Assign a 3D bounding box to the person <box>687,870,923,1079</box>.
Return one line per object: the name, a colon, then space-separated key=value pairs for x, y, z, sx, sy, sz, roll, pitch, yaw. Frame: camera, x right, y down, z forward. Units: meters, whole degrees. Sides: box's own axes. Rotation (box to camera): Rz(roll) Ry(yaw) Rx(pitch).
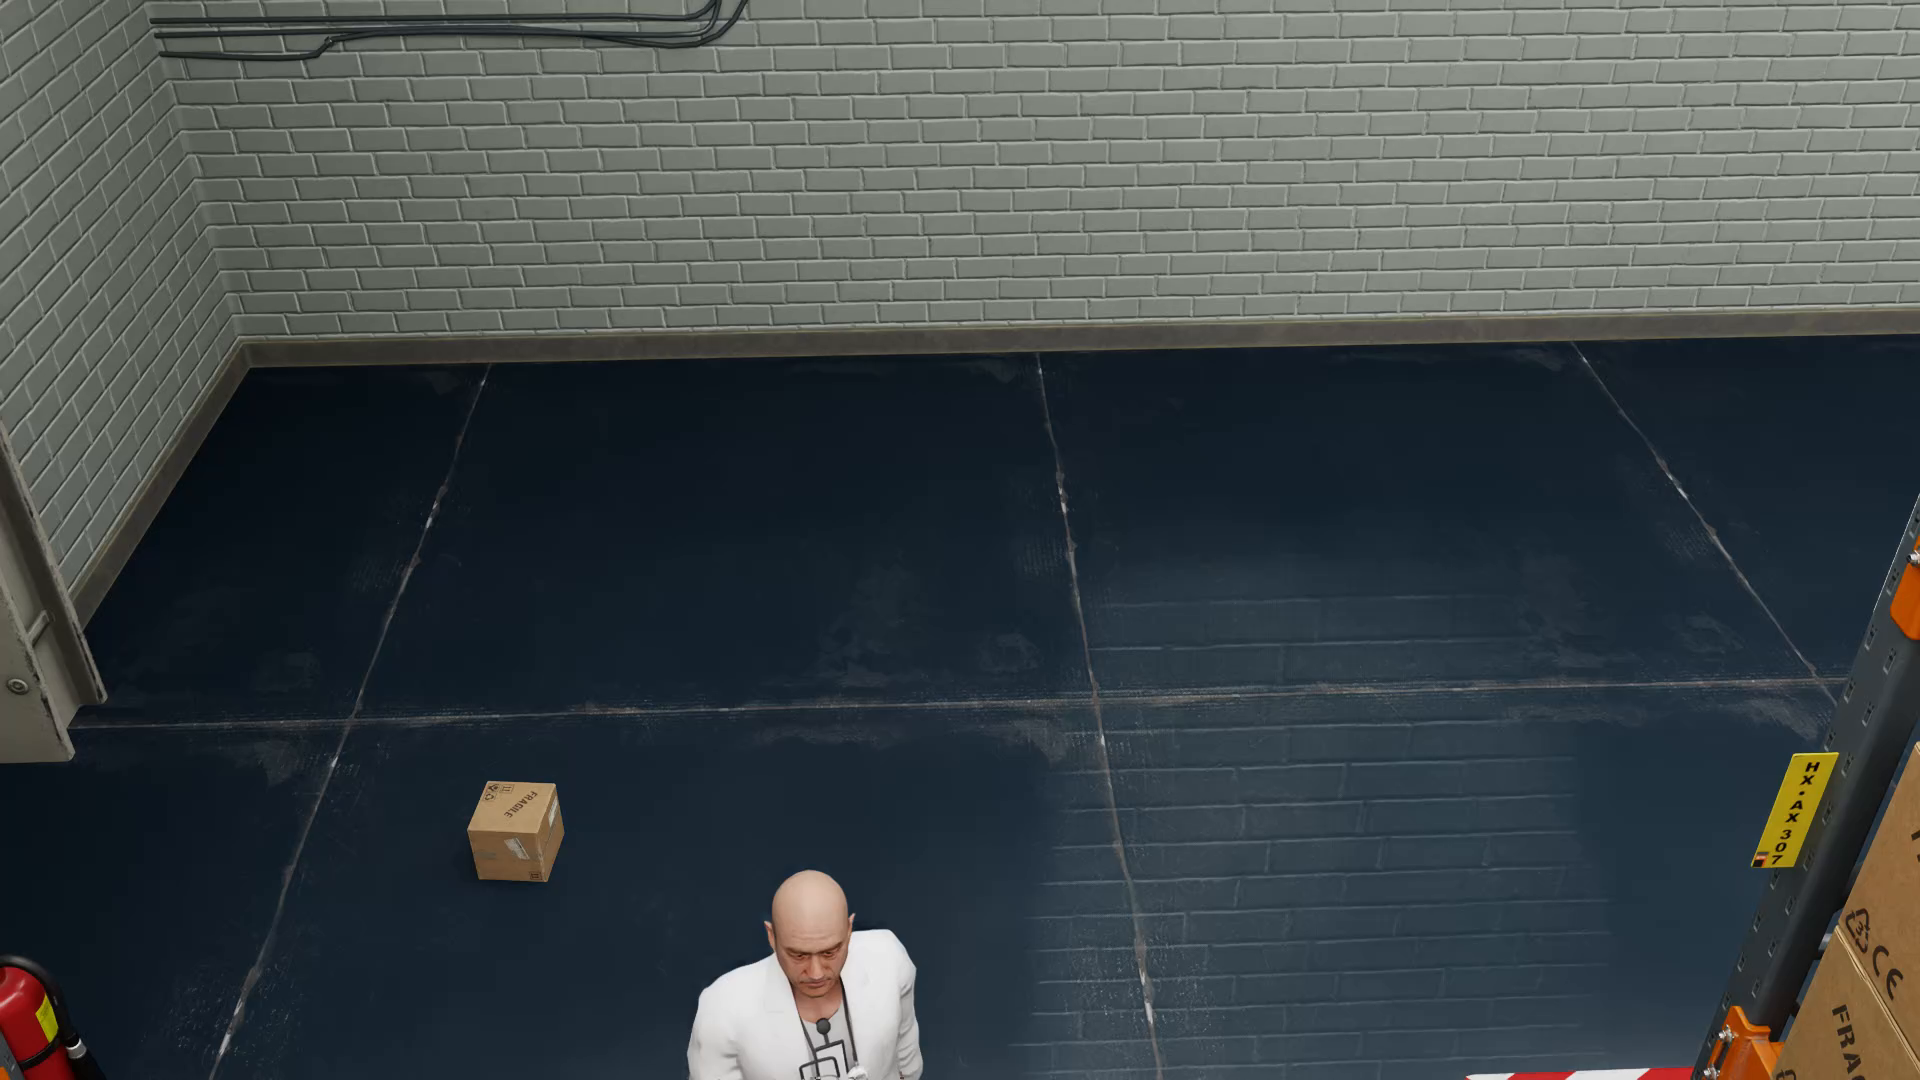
person: x=-0.359 y=1.441 z=4.082 sx=0.620 sy=1.734 sz=1.080 roll=-10 pitch=36 yaw=-15
